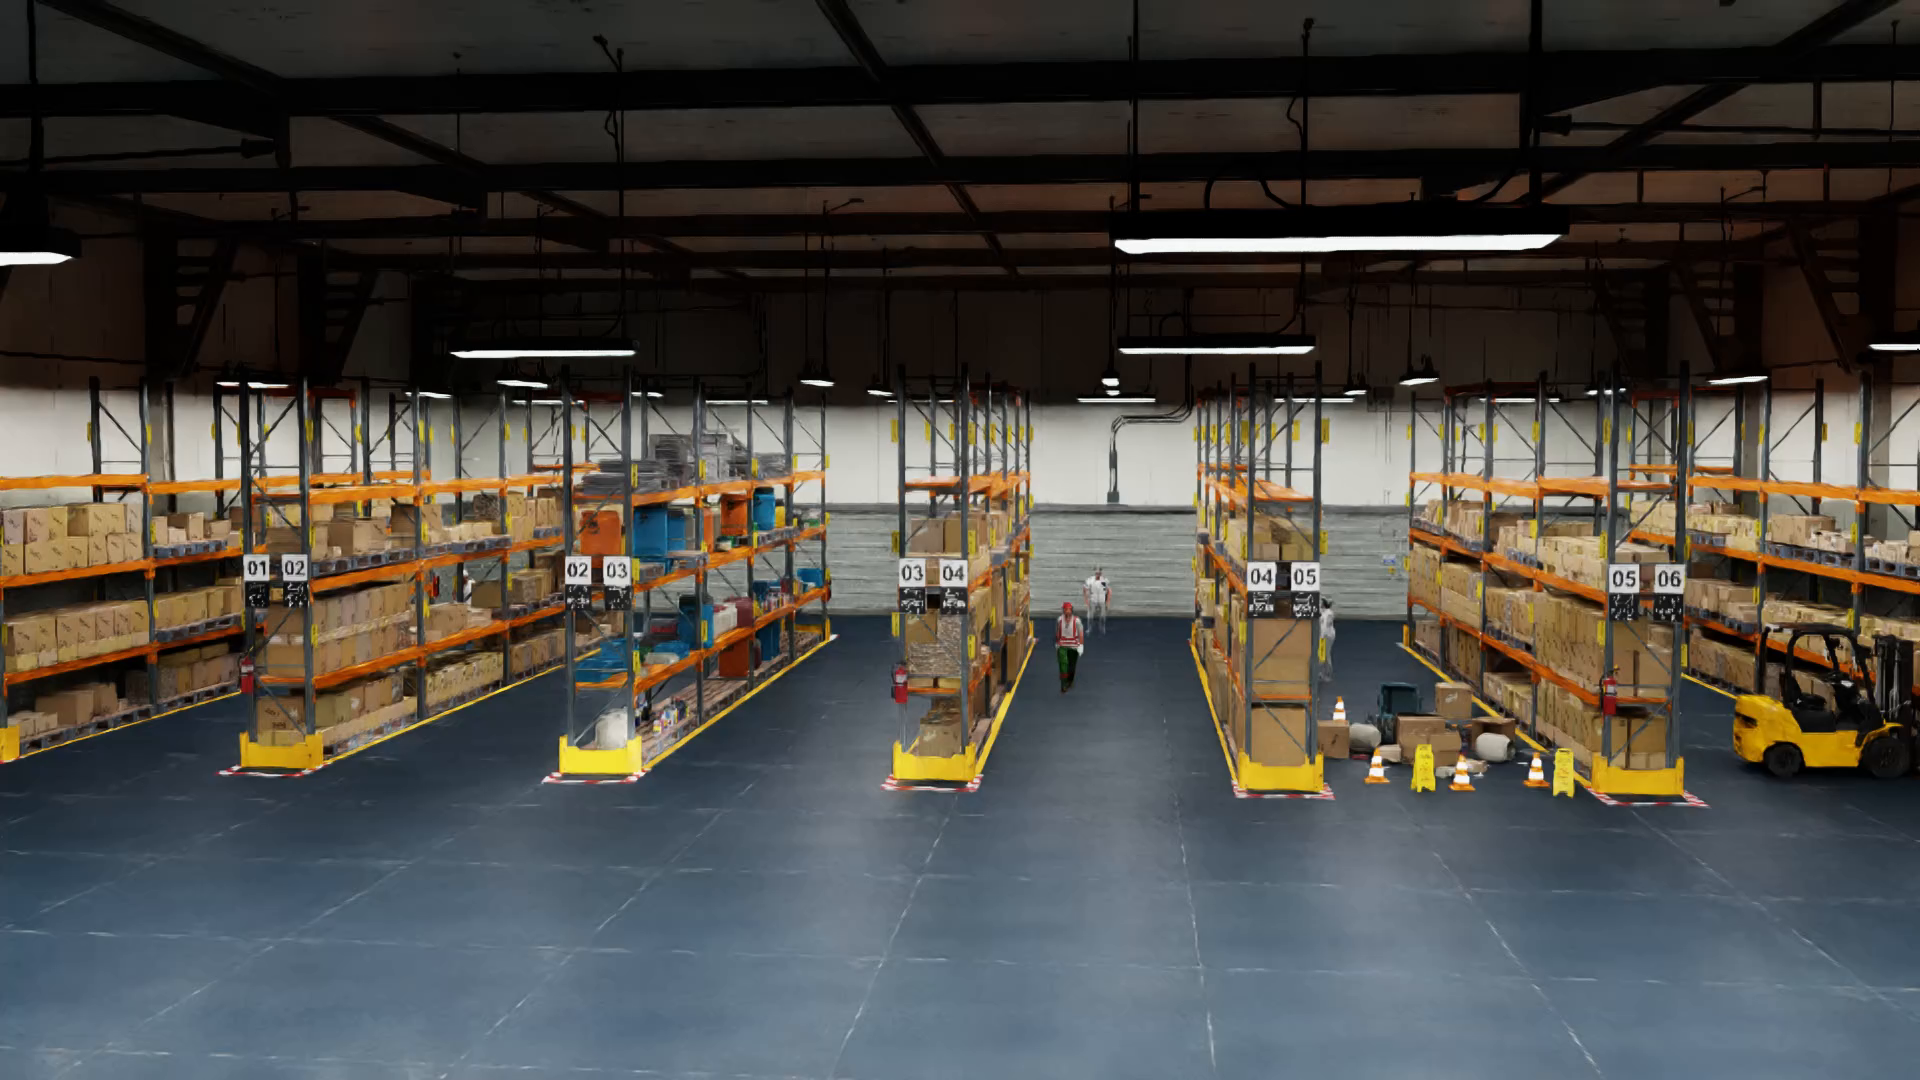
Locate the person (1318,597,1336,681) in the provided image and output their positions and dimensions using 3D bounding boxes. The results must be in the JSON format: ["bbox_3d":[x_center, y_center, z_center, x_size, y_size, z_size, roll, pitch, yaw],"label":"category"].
[{"bbox_3d":[7.382,1.994,33.701,0.459,1.677,0.518,3,4,35],"label":"person"}]

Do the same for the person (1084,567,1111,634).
[{"bbox_3d":[3.419,1.496,41.380,0.682,1.715,0.542,0,4,3],"label":"person"}]

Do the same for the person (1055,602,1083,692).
[{"bbox_3d":[2.118,2.059,32.341,0.565,1.736,1.044,0,4,5],"label":"person"}]

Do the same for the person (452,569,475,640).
[{"bbox_3d":[-11.942,1.565,40.201,0.702,1.735,0.549,0,4,3],"label":"person"}]
